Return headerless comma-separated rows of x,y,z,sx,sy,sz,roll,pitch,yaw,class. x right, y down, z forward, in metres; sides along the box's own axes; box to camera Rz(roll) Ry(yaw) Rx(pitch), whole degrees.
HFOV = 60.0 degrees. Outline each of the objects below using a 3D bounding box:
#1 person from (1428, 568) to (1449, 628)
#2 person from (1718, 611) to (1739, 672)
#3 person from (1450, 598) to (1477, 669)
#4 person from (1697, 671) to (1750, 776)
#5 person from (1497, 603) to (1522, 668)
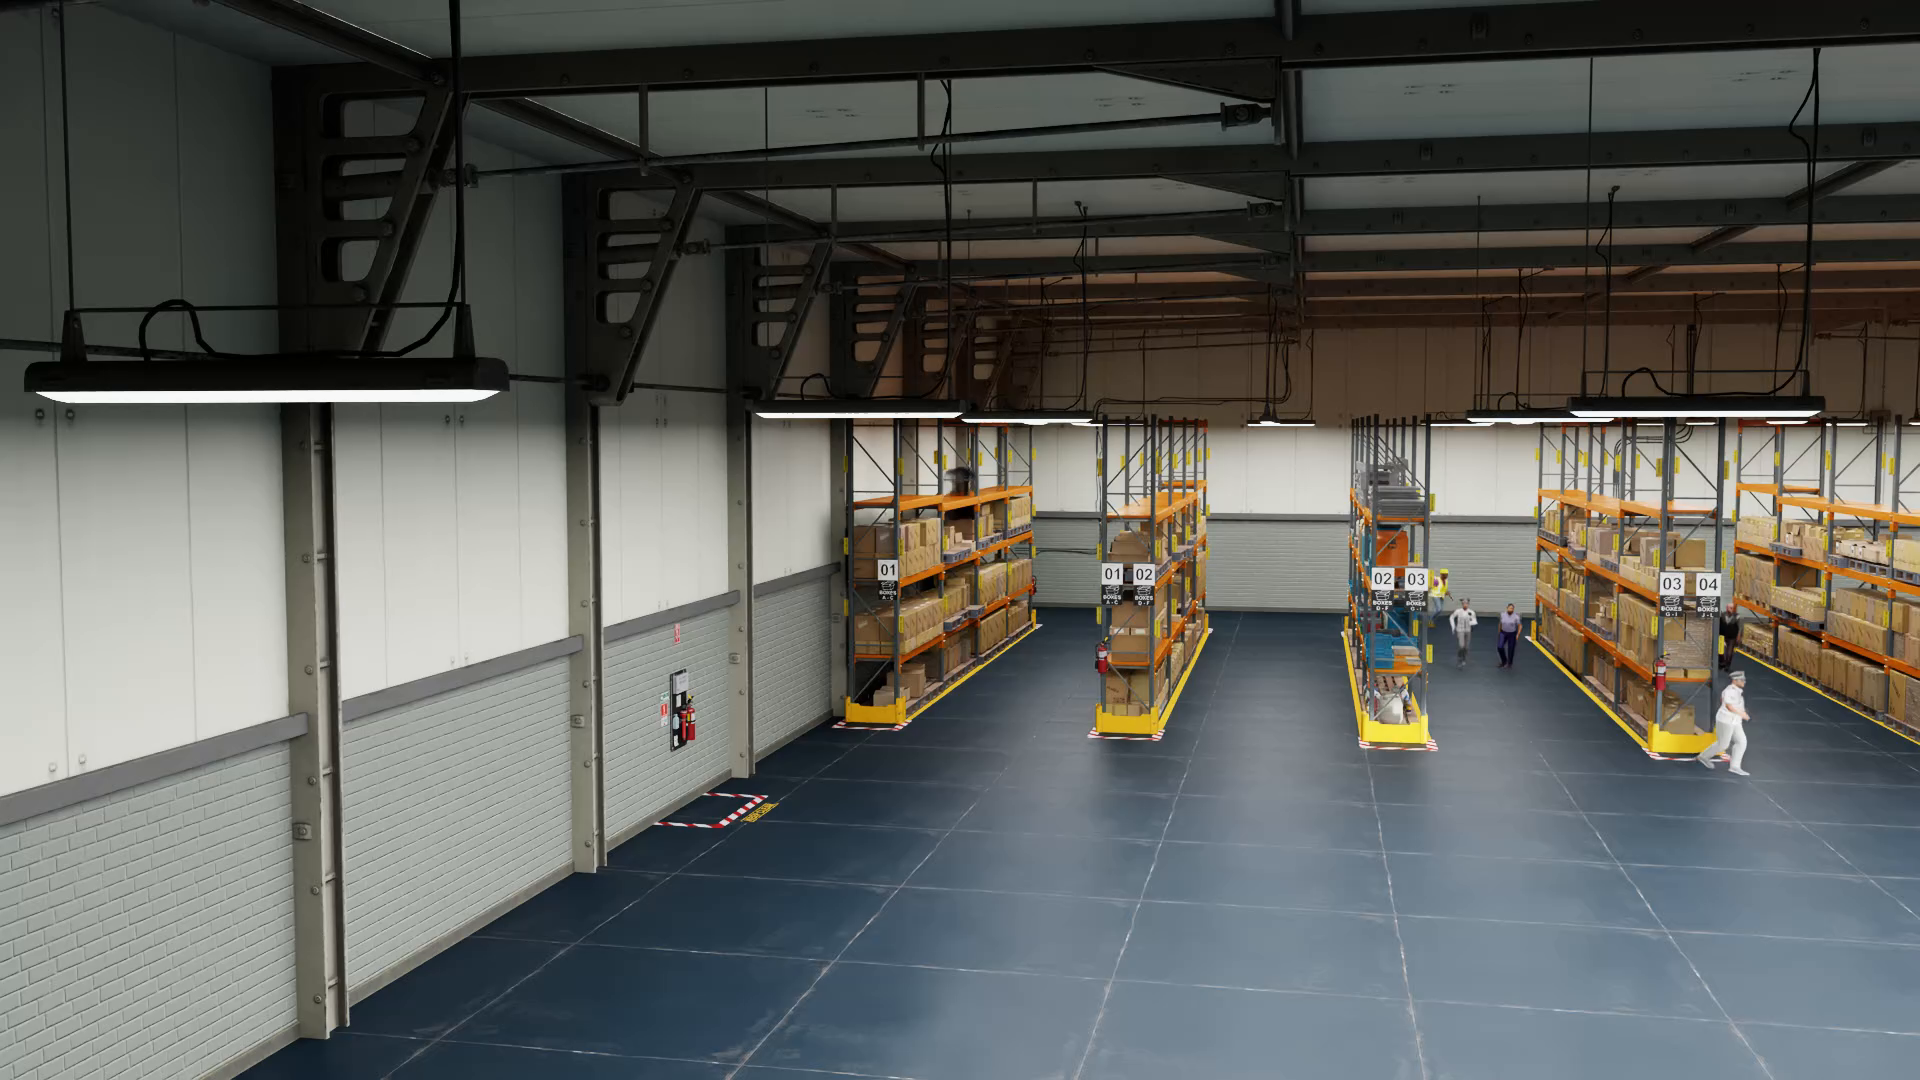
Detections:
13.827,1.671,48.008,0.638,1.727,0.605,-3,5,-38,person
17.980,2.383,38.990,0.498,1.461,0.643,2,4,28,person
6.007,1.437,40.607,12.672,3.196,2.450,0,4,0,person
12.693,3.014,27.619,0.846,1.736,0.451,3,5,42,person
17.240,2.663,33.984,12.806,1.611,7.645,2,4,24,person
